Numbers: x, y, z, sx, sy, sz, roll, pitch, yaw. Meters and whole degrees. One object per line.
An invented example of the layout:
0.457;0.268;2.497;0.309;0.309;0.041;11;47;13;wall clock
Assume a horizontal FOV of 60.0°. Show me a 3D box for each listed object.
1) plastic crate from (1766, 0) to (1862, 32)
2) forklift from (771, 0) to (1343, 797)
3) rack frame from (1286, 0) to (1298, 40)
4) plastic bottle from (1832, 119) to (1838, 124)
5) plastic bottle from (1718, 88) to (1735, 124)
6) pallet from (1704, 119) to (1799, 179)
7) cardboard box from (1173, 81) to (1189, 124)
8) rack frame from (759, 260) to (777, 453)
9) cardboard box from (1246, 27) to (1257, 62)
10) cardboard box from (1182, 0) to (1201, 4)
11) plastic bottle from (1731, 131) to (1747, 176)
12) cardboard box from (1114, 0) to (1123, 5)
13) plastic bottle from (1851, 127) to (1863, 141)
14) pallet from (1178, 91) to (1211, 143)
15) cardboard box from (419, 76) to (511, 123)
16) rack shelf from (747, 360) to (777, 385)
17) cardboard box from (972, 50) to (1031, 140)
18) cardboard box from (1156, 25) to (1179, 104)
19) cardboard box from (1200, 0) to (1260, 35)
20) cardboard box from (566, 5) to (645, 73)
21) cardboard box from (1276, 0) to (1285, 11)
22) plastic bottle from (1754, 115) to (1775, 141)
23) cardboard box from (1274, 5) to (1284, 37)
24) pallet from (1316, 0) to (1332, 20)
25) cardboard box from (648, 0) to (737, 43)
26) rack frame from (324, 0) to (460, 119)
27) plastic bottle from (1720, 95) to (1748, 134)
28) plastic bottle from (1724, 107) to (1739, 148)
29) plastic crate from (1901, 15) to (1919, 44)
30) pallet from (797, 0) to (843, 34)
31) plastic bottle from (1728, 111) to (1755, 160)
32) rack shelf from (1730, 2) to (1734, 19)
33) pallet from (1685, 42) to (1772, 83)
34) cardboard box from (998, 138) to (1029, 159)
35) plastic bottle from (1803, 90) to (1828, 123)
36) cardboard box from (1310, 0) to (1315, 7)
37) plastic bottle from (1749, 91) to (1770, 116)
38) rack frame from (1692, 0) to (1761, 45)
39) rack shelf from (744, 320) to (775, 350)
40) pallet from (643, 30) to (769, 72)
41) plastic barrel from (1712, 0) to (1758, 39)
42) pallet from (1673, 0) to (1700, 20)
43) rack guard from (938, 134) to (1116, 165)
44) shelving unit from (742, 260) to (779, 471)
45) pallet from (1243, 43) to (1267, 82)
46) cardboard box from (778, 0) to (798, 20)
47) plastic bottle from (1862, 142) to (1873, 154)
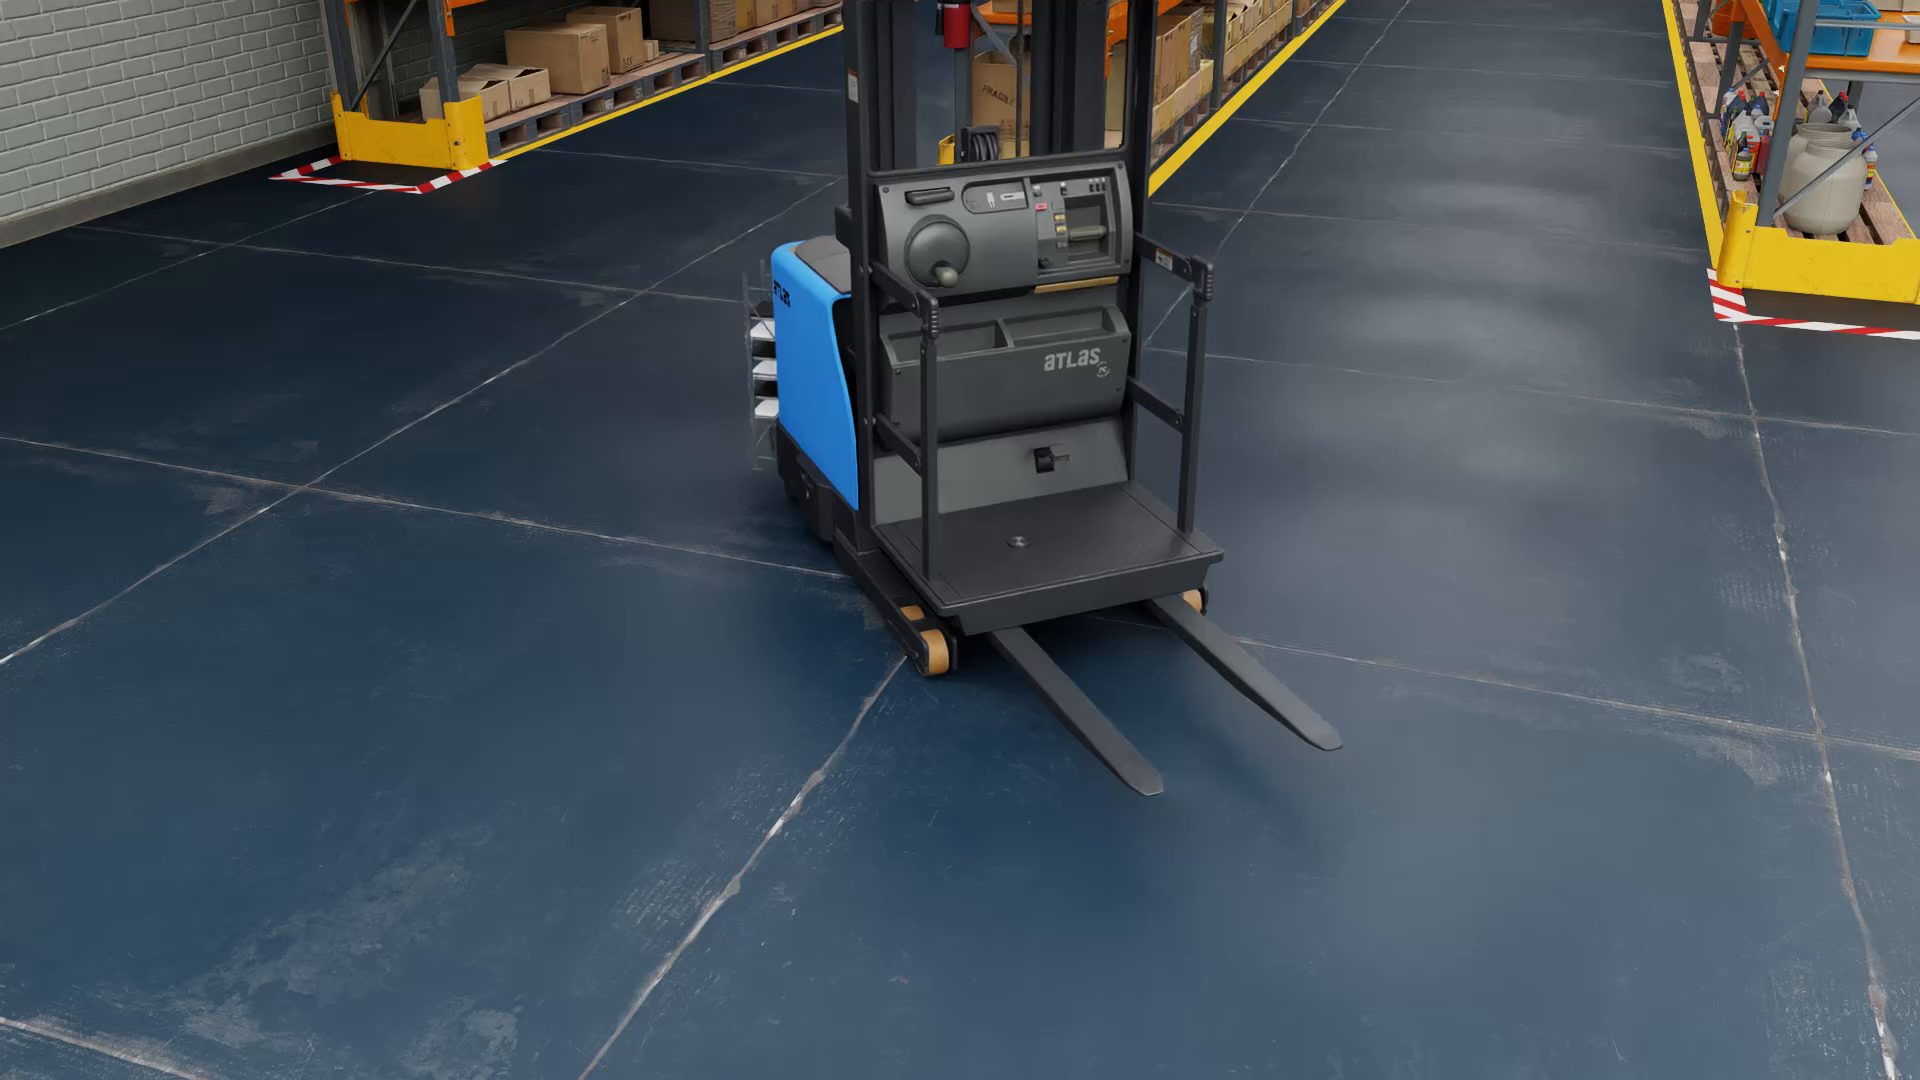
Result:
5.230;-3.250;10.192;0.499;0.251;0.408;9;27;17;plastic crate
0.252;-1.055;5.565;1.130;2.935;3.031;-10;28;-20;forklift
3.116;-6.810;17.372;1.000;3.000;0.127;9;27;17;rack frame
6.183;-2.852;11.811;0.061;0.283;0.133;9;27;17;plastic bottle
5.936;-3.349;12.850;0.097;0.271;0.097;0;26;0;plastic bottle
6.192;-2.921;12.541;1.003;0.211;1.213;9;27;17;pallet
1.509;-3.483;13.176;0.500;0.250;0.500;9;27;17;cardboard box
-0.750;-0.793;7.355;0.240;0.900;0.006;6;26;13;rack frame
2.494;-4.670;15.627;0.500;0.250;0.500;8;27;16;cardboard box
1.985;-4.997;15.659;0.500;0.311;0.500;9;27;17;cardboard box
5.343;-2.647;11.386;0.061;0.283;0.133;9;27;19;plastic bottle
0.792;-3.973;11.400;0.700;0.500;0.500;9;27;19;cardboard box
6.236;-2.737;11.587;0.097;0.271;0.097;0;26;0;plastic bottle
1.481;-3.590;13.922;1.003;0.211;1.213;9;27;17;pallet
-3.903;-3.498;13.113;0.500;0.311;0.500;6;26;12;cardboard box
-0.775;-0.720;7.281;0.258;0.077;0.200;6;26;13;rack shelf
0.352;-3.074;11.471;0.500;0.500;0.500;9;27;17;cardboard box
1.344;-3.615;12.587;0.500;0.500;0.500;9;27;17;cardboard box
2.500;-4.921;15.502;0.500;0.311;0.500;8;27;16;cardboard box
-3.195;-4.523;15.014;0.500;0.500;0.500;7;27;14;cardboard box
3.007;-5.548;16.796;0.500;0.311;0.500;8;27;17;cardboard box
5.739;-2.883;11.883;0.152;0.276;0.135;9;27;17;plastic bottle
3.003;-5.297;16.922;0.500;0.250;0.500;8;27;17;cardboard box
3.808;-6.355;19.634;1.003;0.211;1.213;9;27;17;pallet
-2.658;-5.260;16.536;0.700;0.500;0.500;10;27;19;cardboard box
-4.218;-4.239;12.063;1.000;3.000;0.127;9;27;17;rack frame
5.854;-3.214;12.566;0.152;0.276;0.135;10;27;19;plastic bottle
5.638;-3.010;12.138;0.061;0.283;0.133;10;28;20;plastic bottle
5.725;-3.005;9.816;0.298;0.136;0.250;9;27;17;plastic crate
-1.818;-5.950;18.798;1.003;0.211;1.213;9;27;17;pallet
5.529;-2.851;11.732;0.144;0.351;0.185;10;28;20;plastic bottle
7.121;-4.944;14.345;1.077;0.370;4.000;9;27;17;rack shelf
7.492;-4.522;15.847;1.003;0.211;1.213;9;27;17;pallet
0.354;-2.737;11.633;0.500;0.250;0.500;9;27;17;cardboard box
6.377;-3.166;12.382;0.144;0.351;0.185;9;27;17;plastic bottle
3.706;-6.244;18.568;0.500;0.500;0.500;8;27;16;cardboard box
5.931;-3.159;12.368;0.144;0.351;0.185;9;27;17;plastic bottle
7.786;-6.090;15.885;1.000;3.000;0.127;9;27;17;rack frame
-0.775;-0.882;7.203;0.258;0.077;0.200;6;26;13;rack shelf
-2.630;-4.948;16.727;1.003;0.211;1.213;9;27;17;pallet
7.933;-5.505;16.687;0.600;0.830;0.708;9;27;17;plastic barrel
8.821;-6.167;19.246;1.003;0.211;1.213;9;27;17;pallet
0.446;-2.387;11.106;1.175;0.500;0.348;9;27;17;rack guard
-0.775;-0.750;7.266;0.258;0.900;0.210;6;26;13;shelving unit
2.398;-4.722;16.261;1.003;0.211;1.213;9;27;17;pallet
-2.166;-5.893;17.842;0.700;0.500;0.500;9;27;17;cardboard box
6.114;-2.568;11.224;0.061;0.283;0.133;9;27;18;plastic bottle
